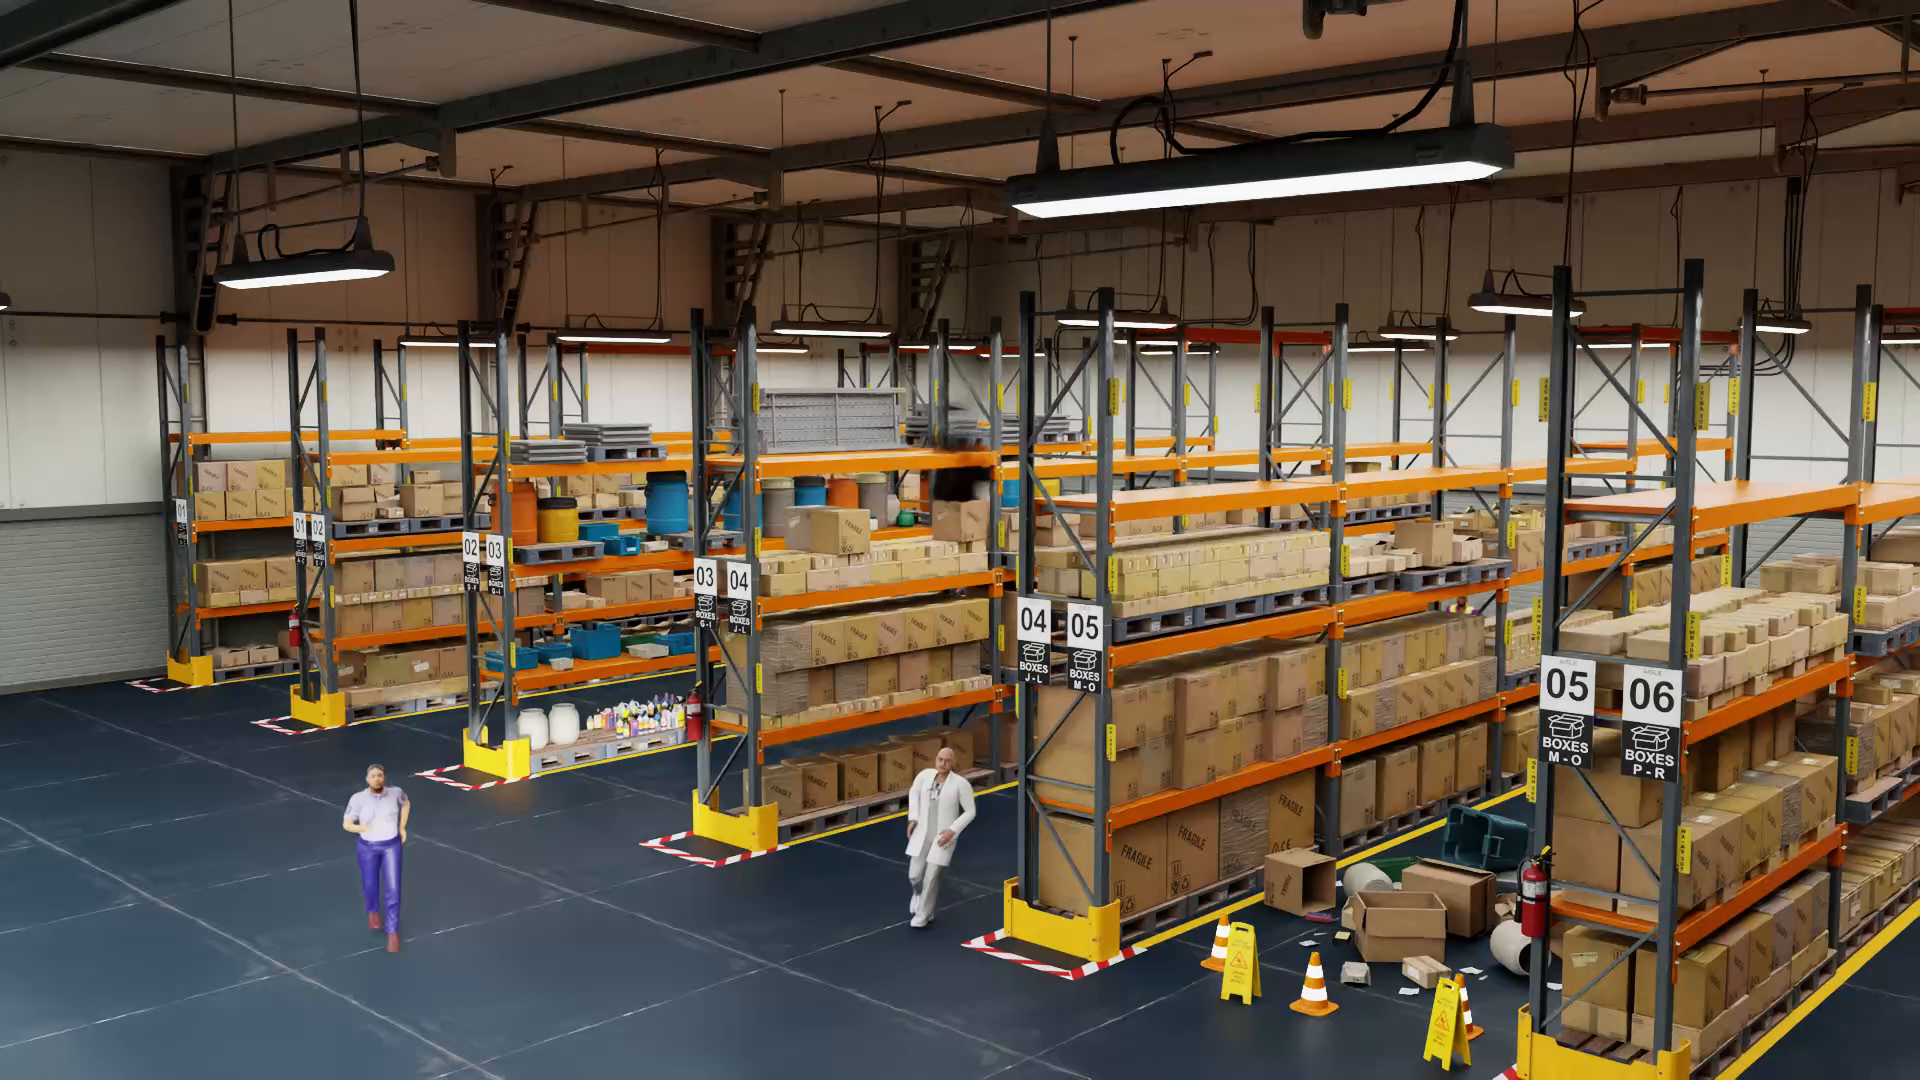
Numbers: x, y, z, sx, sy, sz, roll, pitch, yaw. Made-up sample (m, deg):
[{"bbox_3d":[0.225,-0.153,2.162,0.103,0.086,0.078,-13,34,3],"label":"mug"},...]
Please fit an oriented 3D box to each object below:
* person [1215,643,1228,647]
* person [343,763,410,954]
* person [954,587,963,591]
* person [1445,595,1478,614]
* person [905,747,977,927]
[{"bbox_3d":[3.552,2.150,22.755,0.669,1.745,0.580,4,7,39],"label":"person"},{"bbox_3d":[-5.377,2.898,15.380,0.602,1.653,0.886,-2,6,-21],"label":"person"},{"bbox_3d":[0.106,1.258,32.911,0.589,1.647,0.590,4,6,33],"label":"person"},{"bbox_3d":[8.324,1.685,27.778,0.677,1.720,0.584,3,6,32],"label":"person"},{"bbox_3d":[-0.191,2.822,15.842,0.717,1.725,0.603,2,6,18],"label":"person"}]
